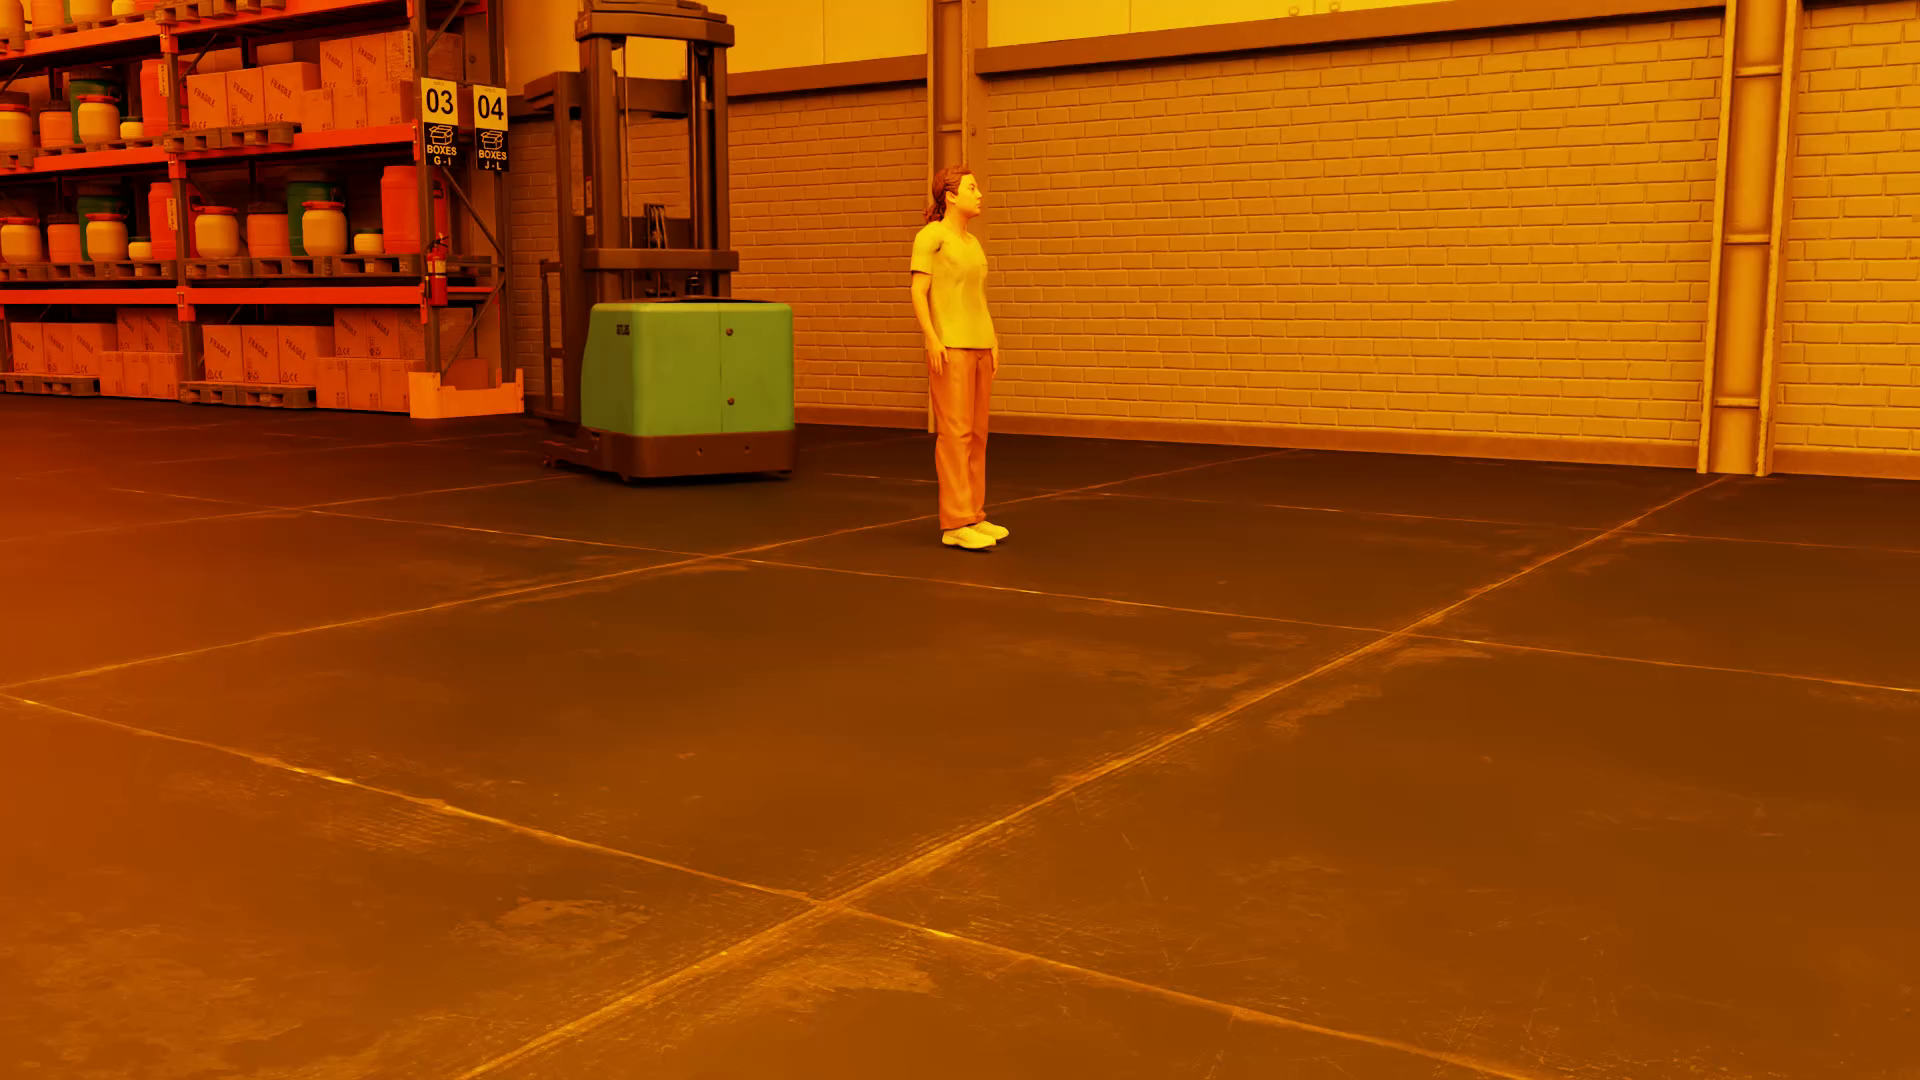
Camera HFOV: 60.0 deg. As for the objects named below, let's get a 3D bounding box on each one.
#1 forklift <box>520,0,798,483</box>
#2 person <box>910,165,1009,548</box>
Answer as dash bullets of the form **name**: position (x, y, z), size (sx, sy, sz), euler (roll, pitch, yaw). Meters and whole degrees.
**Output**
- **forklift**: position (-2.174, -1.955, 10.944), size (1.130, 2.935, 3.031), euler (-5, 9, -30)
- **person**: position (0.054, -0.830, 7.434), size (0.549, 1.675, 0.553), euler (5, 10, 34)
